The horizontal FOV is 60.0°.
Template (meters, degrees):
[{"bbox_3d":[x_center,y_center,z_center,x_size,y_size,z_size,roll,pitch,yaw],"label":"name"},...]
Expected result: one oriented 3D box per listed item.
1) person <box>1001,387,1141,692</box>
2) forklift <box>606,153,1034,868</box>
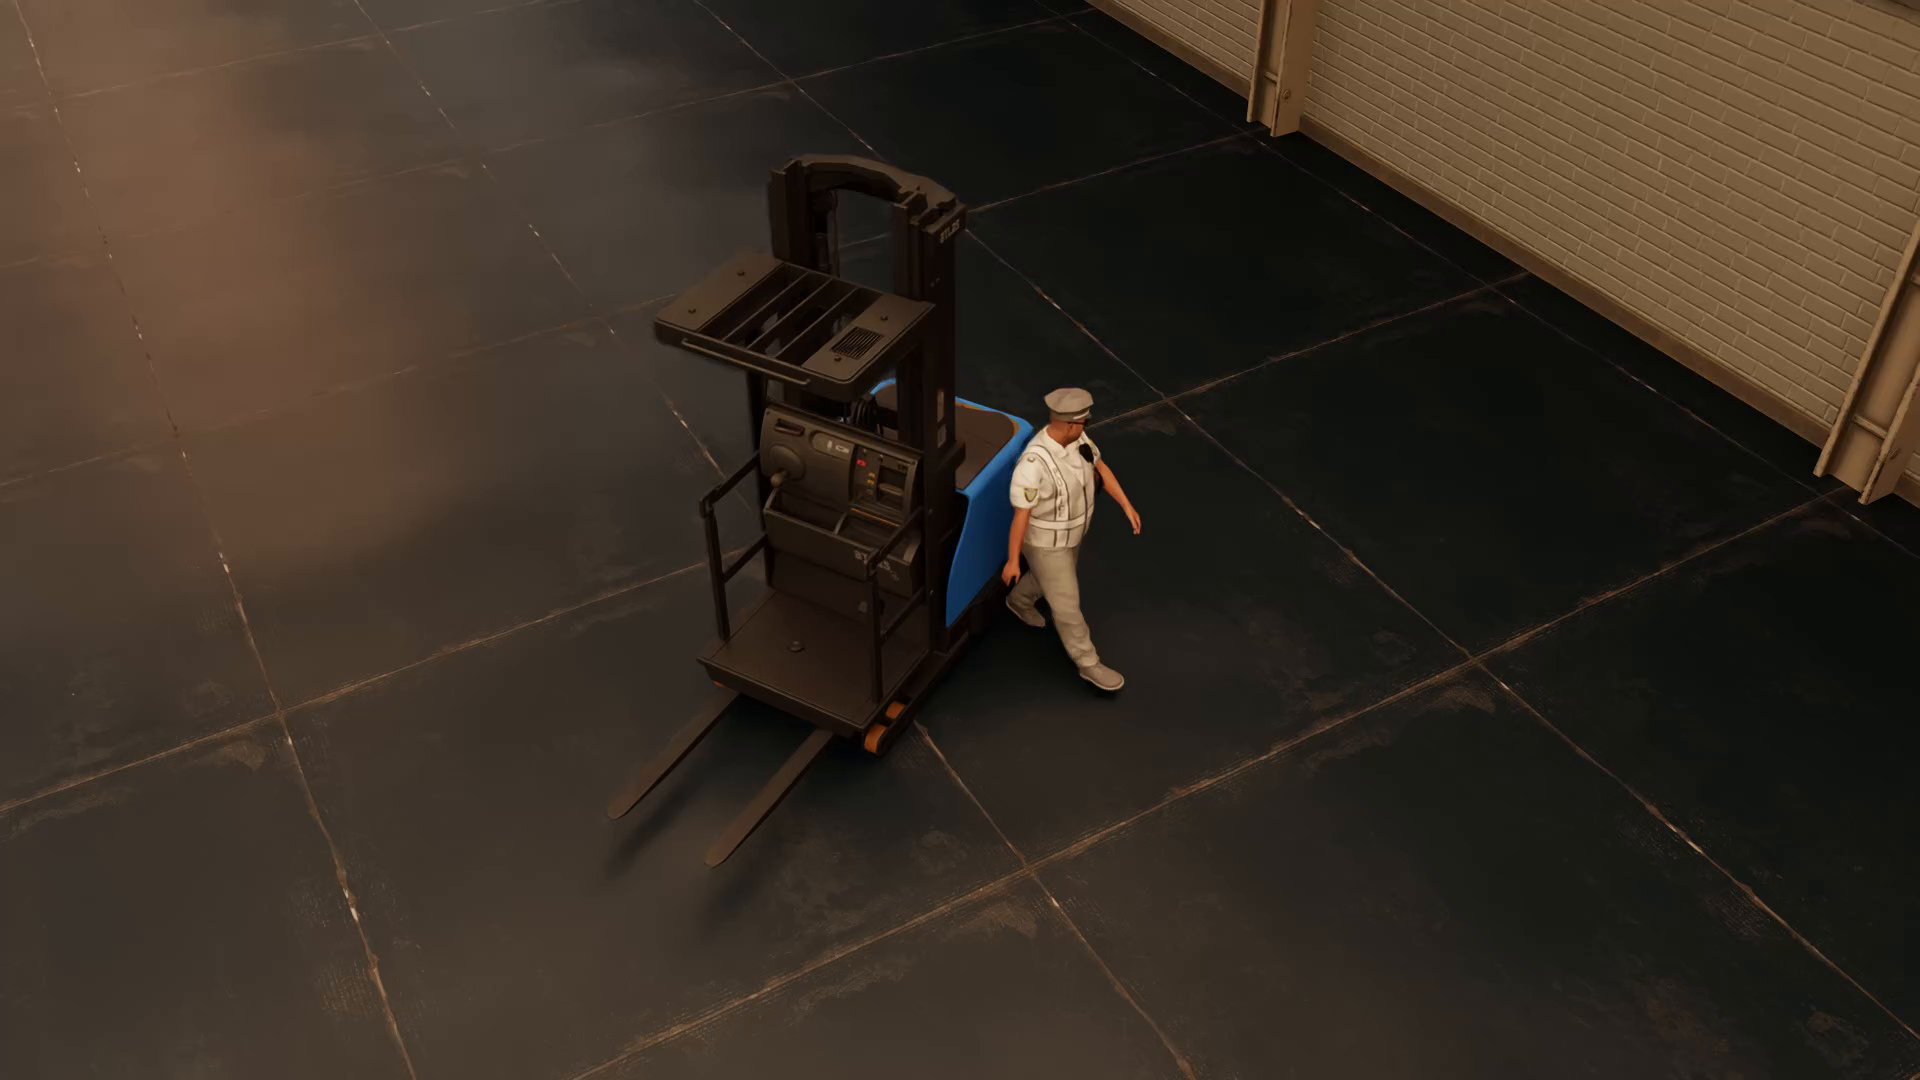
[{"bbox_3d":[0.586,0.011,9.036,0.945,1.737,0.747,20,44,23],"label":"person"},{"bbox_3d":[-0.732,-0.312,8.412,1.130,2.935,3.031,20,44,22],"label":"forklift"}]
